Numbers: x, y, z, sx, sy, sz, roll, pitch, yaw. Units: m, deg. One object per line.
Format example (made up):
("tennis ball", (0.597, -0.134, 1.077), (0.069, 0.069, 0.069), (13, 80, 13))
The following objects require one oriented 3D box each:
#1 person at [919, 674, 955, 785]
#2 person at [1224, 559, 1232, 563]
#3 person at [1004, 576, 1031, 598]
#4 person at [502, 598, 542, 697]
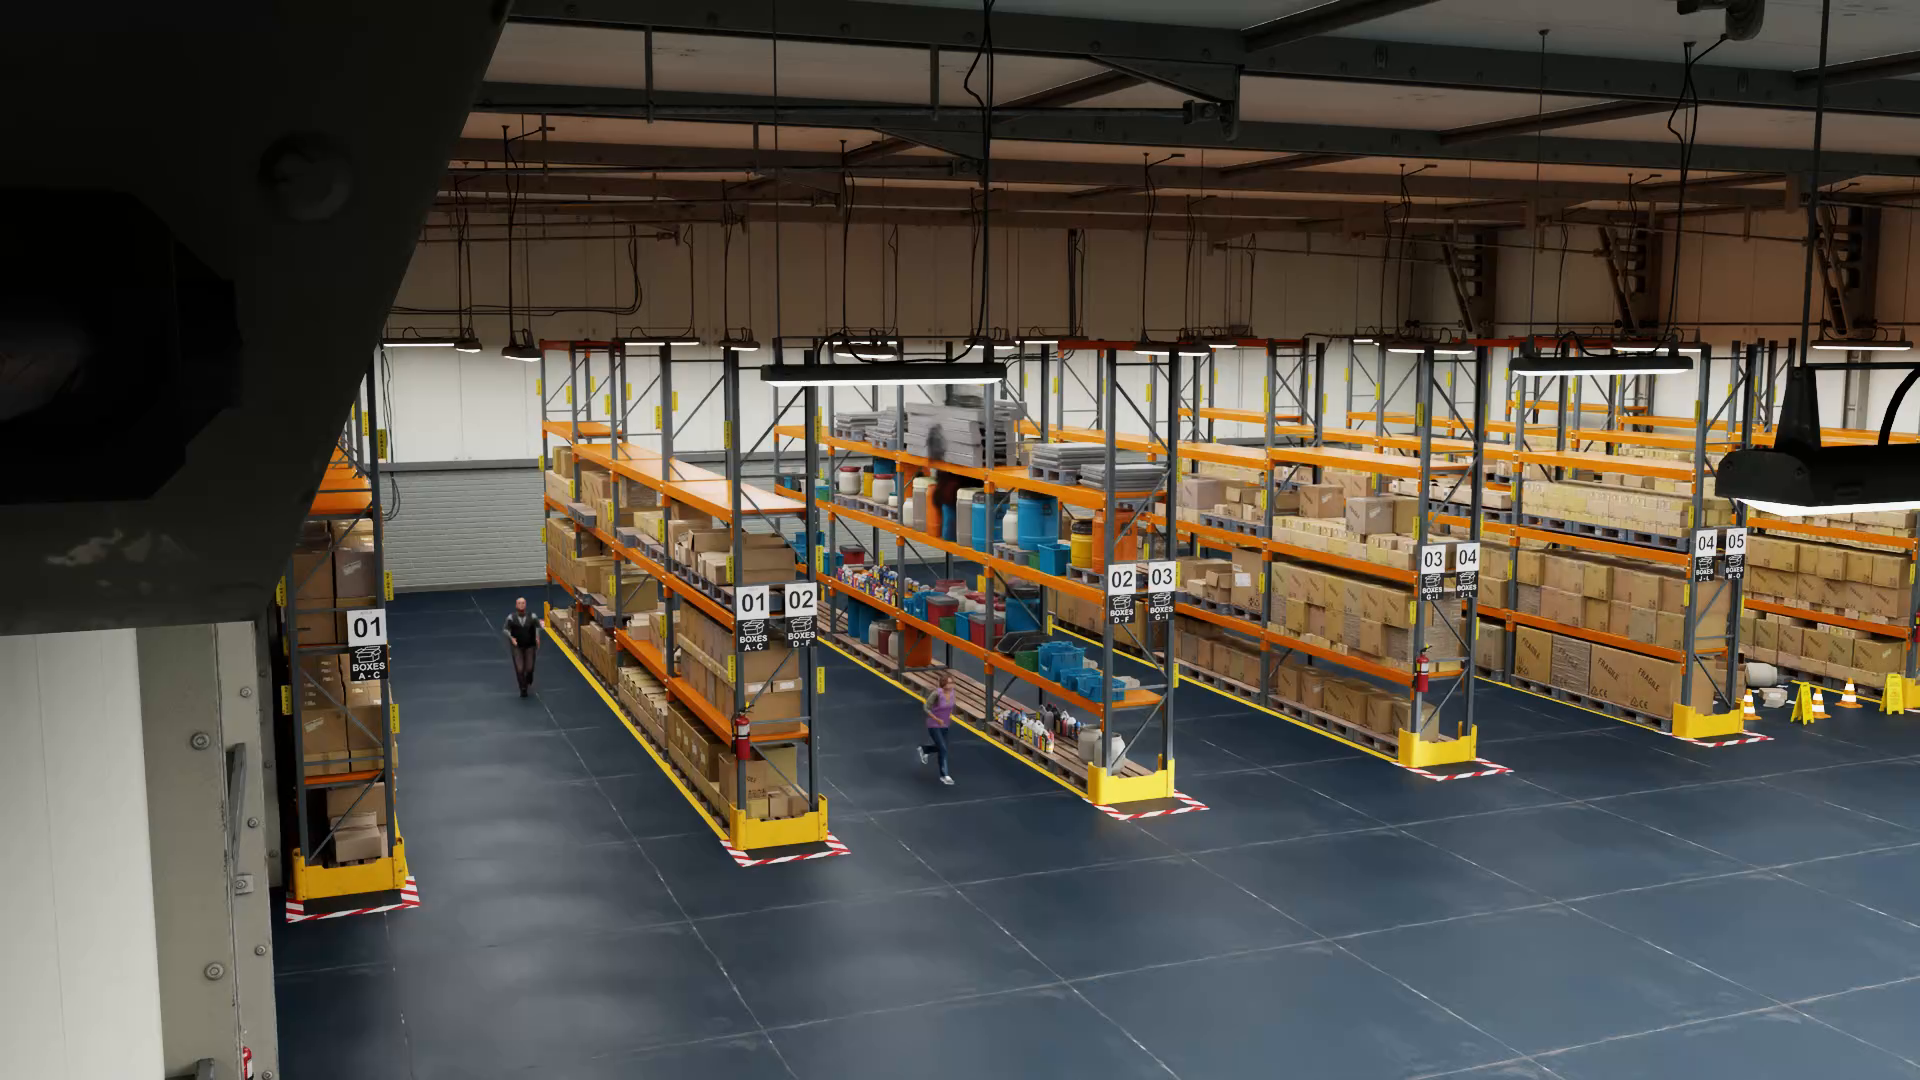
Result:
("person", (-0.352, 2.585, 23.114), (0.529, 1.552, 0.753), (-6, 9, -37))
("person", (5.283, 1.158, 33.828), (0.607, 1.619, 0.689), (-4, 8, -26))
("person", (1.131, 1.347, 31.590), (0.733, 1.791, 0.925), (-5, 9, -35))
("person", (-7.466, 1.821, 28.413), (0.661, 1.682, 0.585), (-2, 8, -17))
